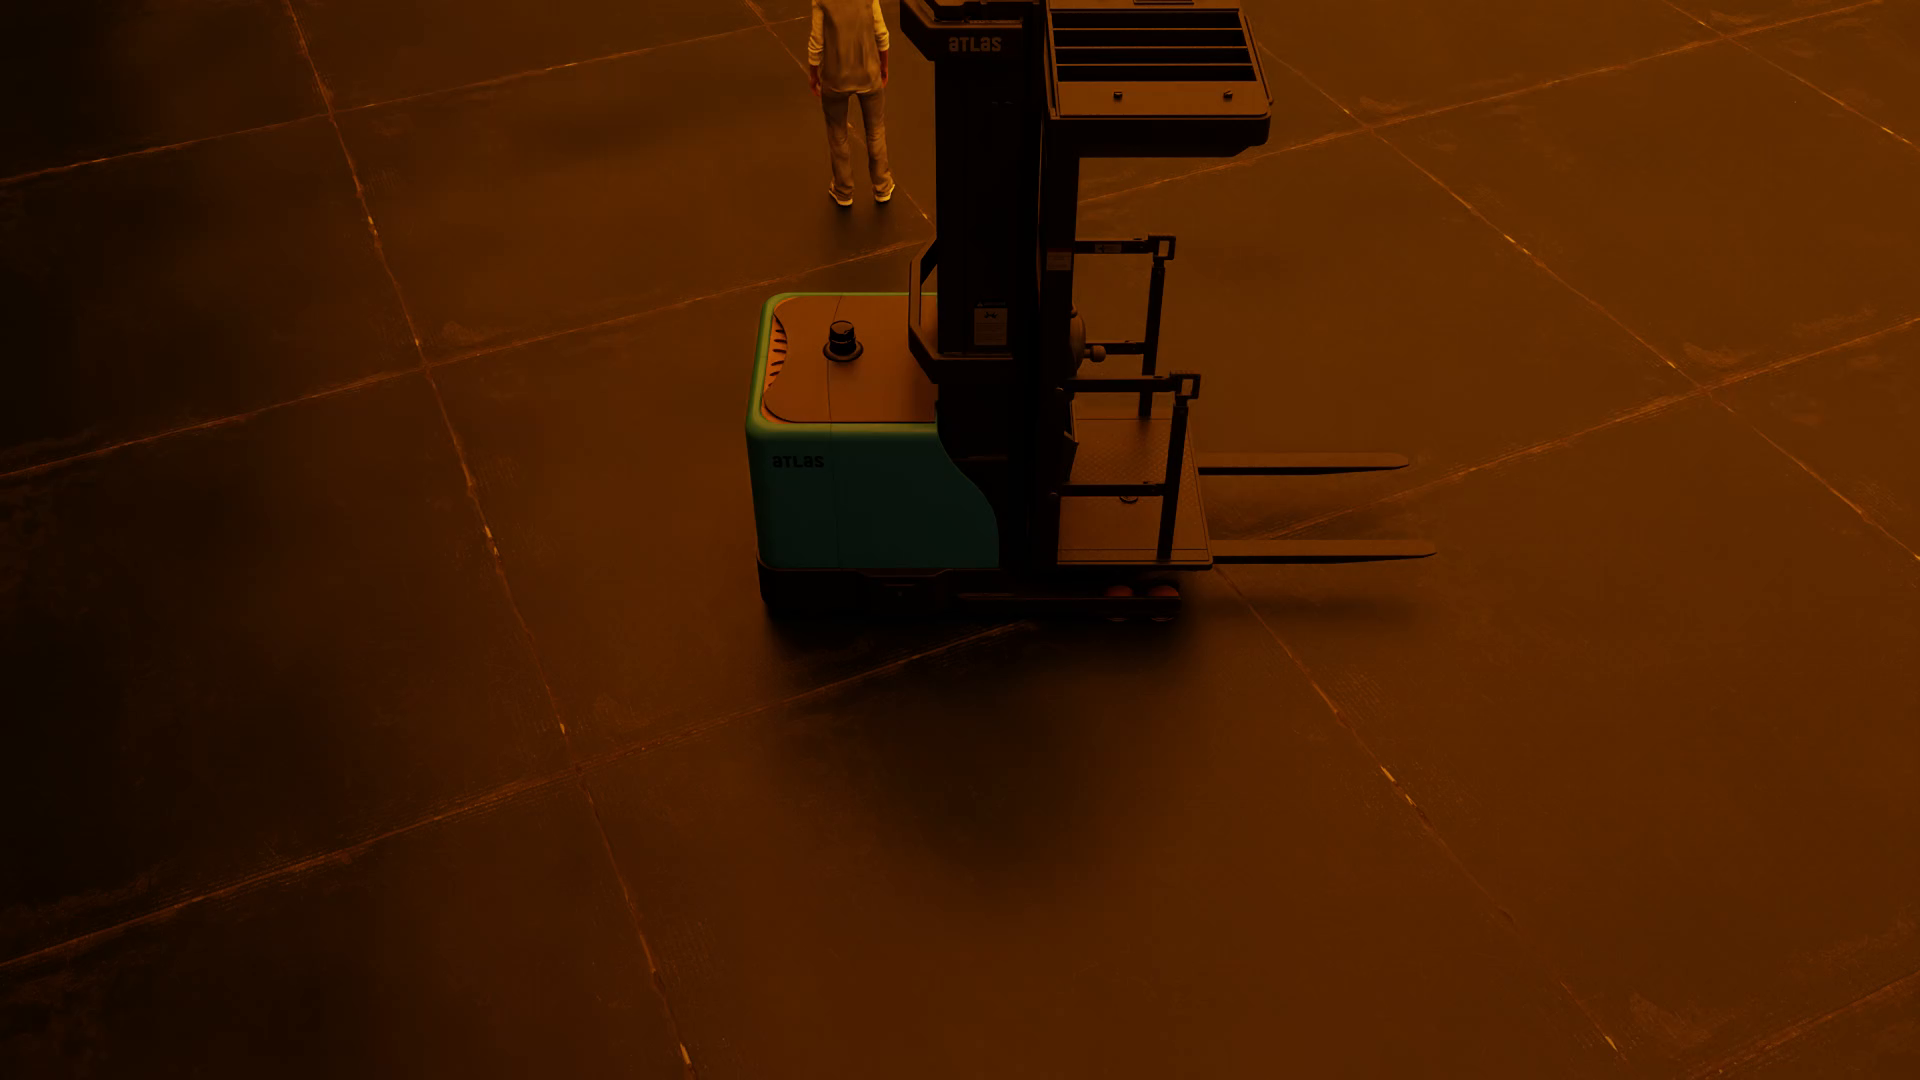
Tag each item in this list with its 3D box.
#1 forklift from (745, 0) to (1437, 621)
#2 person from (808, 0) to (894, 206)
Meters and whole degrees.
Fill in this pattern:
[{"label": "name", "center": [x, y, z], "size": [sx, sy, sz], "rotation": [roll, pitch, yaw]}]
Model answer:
[{"label": "forklift", "center": [0.619, -1.073, 6.830], "size": [3.031, 2.935, 1.130], "rotation": [0, 43, 0]}, {"label": "person", "center": [-0.621, -2.648, 9.499], "size": [0.485, 1.593, 0.342], "rotation": [-9, 44, -10]}]
